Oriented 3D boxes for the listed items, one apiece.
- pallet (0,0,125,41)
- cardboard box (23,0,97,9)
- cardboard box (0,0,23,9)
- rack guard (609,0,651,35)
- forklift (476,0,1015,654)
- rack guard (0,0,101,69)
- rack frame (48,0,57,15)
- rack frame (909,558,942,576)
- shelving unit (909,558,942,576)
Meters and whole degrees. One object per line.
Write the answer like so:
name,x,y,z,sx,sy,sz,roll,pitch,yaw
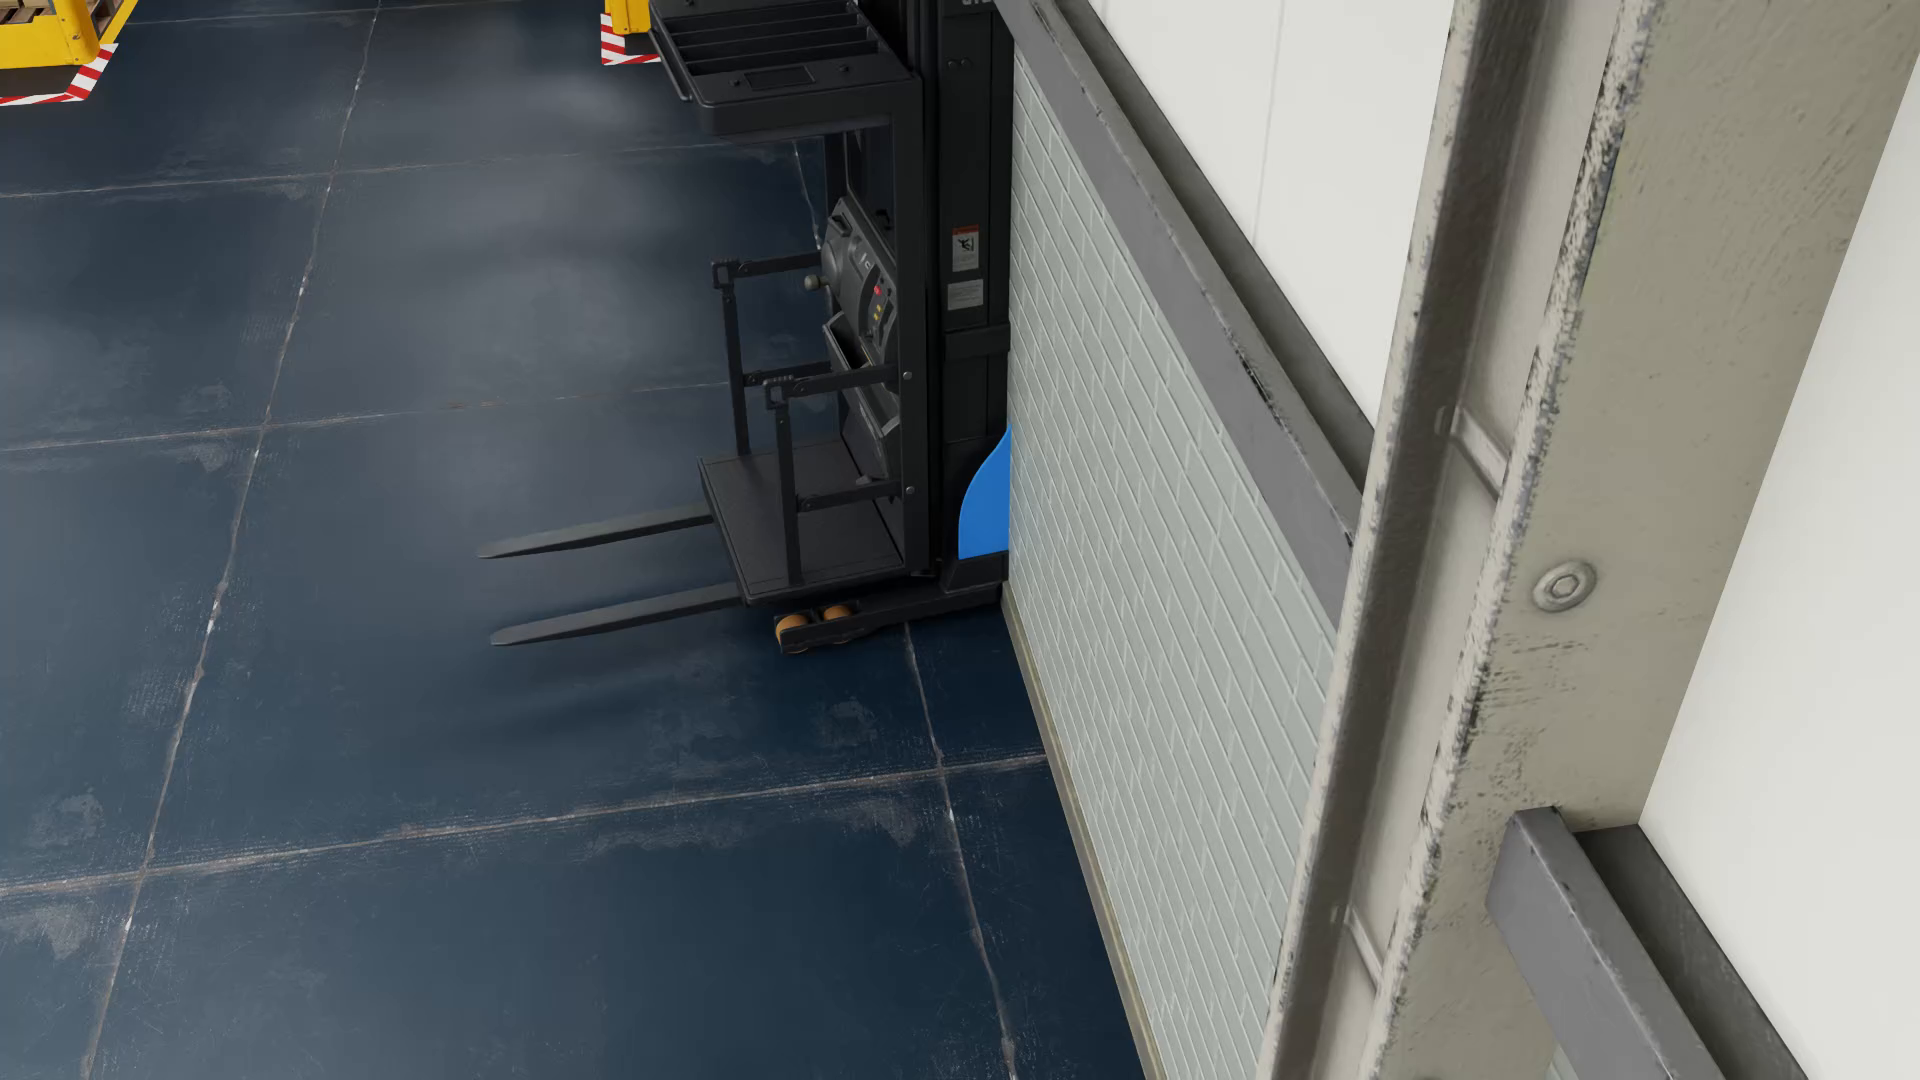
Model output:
pallet,-7.118,-4.133,12.898,1.003,0.211,1.213,-6,38,-8
cardboard box,-6.866,-4.291,12.727,0.500,0.250,0.500,-7,38,-8
cardboard box,-7.408,-4.248,12.671,0.500,0.250,0.500,-6,38,-8
rack guard,-2.107,-4.228,12.785,1.175,0.500,0.348,-6,38,-8
forklift,-0.593,-1.037,6.696,3.031,2.935,1.130,-11,39,-14
rack guard,-7.011,-3.753,12.173,1.175,0.500,0.348,-6,38,-8
rack frame,-6.997,-4.694,11.347,1.000,3.000,0.127,-6,38,-8
rack frame,0.119,-0.336,7.068,0.500,1.125,0.032,1,29,-22
shelving unit,-0.044,-0.587,7.478,0.538,1.125,1.048,1,29,-22
